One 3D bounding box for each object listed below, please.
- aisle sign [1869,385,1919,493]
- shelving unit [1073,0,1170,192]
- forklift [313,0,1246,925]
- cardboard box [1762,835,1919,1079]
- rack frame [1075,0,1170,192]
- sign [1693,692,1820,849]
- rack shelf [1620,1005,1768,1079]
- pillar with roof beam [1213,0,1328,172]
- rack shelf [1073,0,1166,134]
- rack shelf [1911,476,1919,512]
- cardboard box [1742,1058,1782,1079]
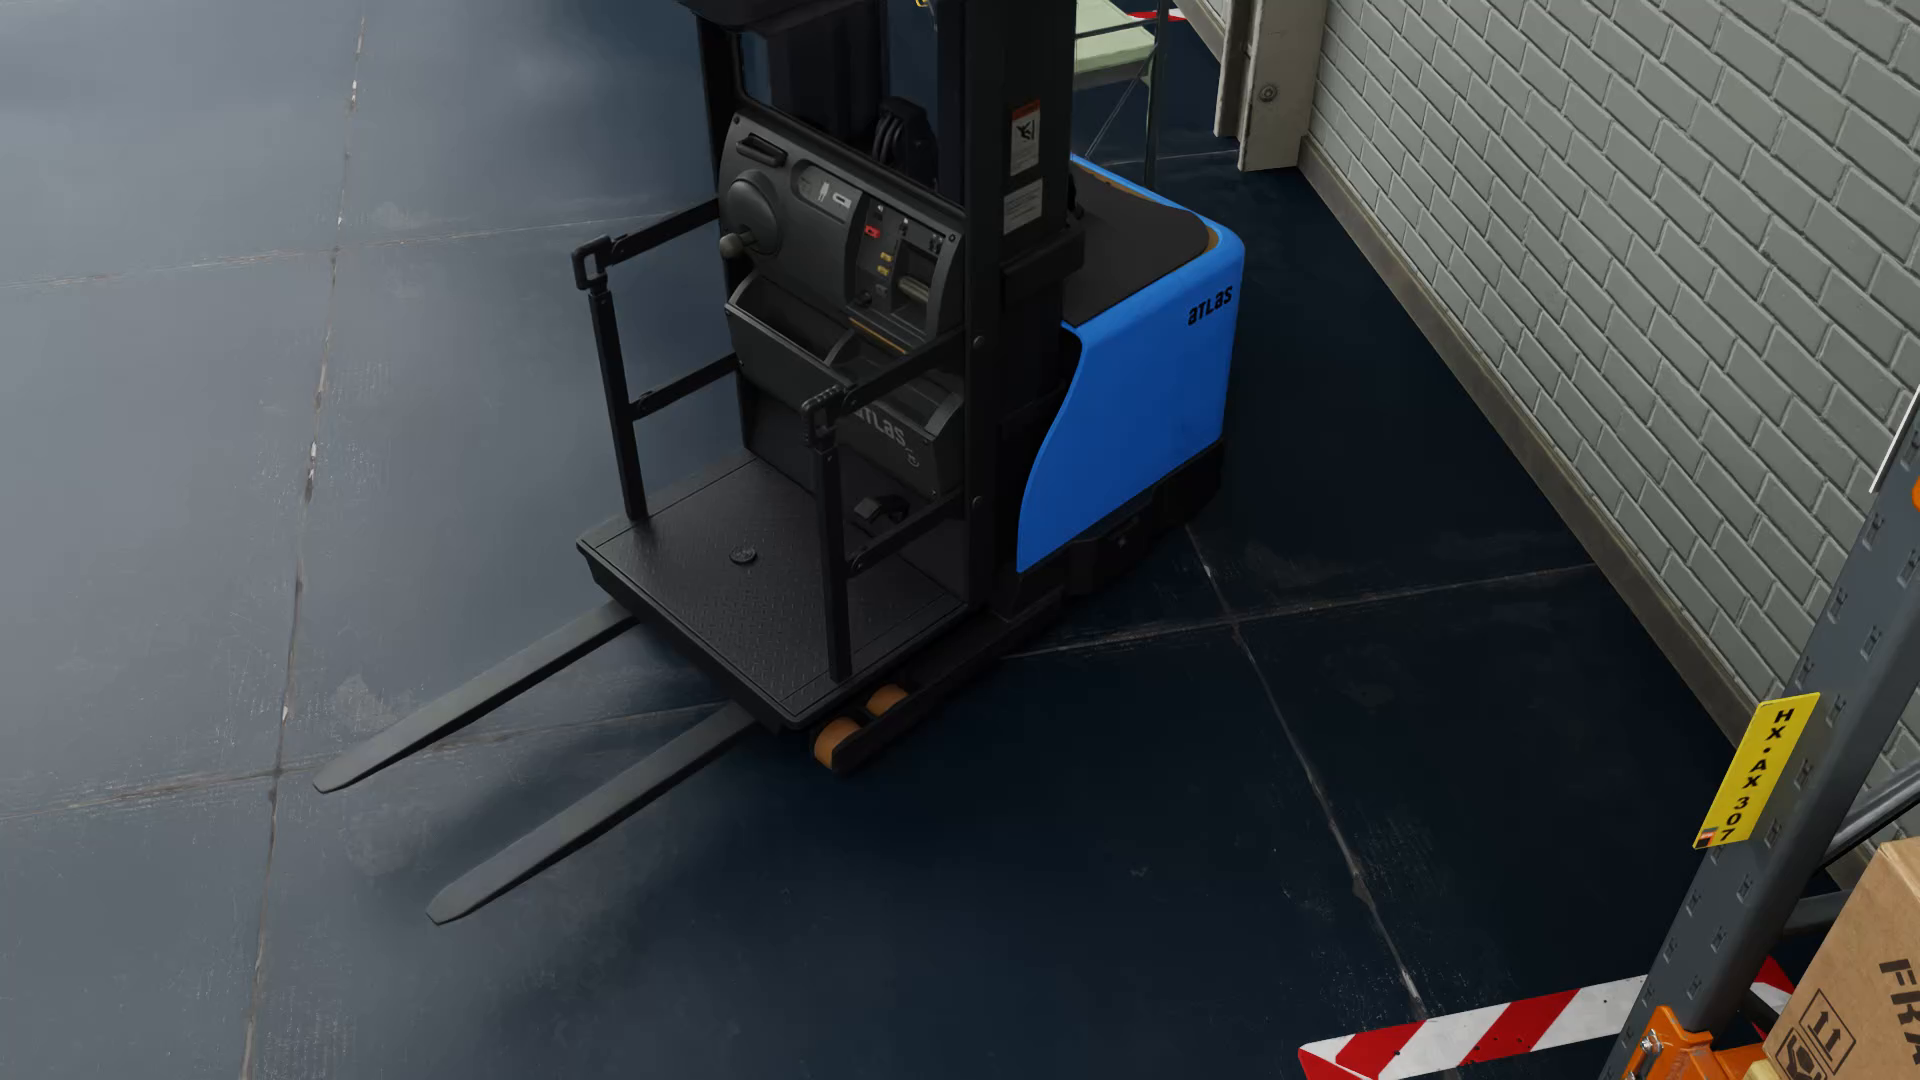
[{"bbox_3d":[1.394,-0.386,1.967,0.394,0.787,0.004,-8,42,-9],"label":"aisle sign"},{"bbox_3d":[0.366,-1.454,6.258,0.431,1.500,0.755,-17,44,-18],"label":"shelving unit"},{"bbox_3d":[-0.495,-0.793,4.436,3.031,2.935,1.130,-33,51,-31],"label":"forklift"},{"bbox_3d":[1.512,0.711,2.223,0.500,0.500,0.500,-8,42,-9],"label":"cardboard box"},{"bbox_3d":[0.521,-1.234,6.010,0.400,1.500,0.023,-17,44,-18],"label":"rack frame"},{"bbox_3d":[1.173,0.344,2.450,0.100,0.325,0.005,-8,42,-9],"label":"sign"},{"bbox_3d":[2.134,2.156,1.604,1.077,0.370,4.000,-8,42,-9],"label":"rack shelf"},{"bbox_3d":[-2.800,-4.596,4.149,9.100,9.000,0.400,-8,42,-9],"label":"pillar with roof beam"},{"bbox_3d":[0.366,-1.746,5.999,0.431,0.370,0.720,-17,44,-18],"label":"rack shelf"},{"bbox_3d":[2.134,1.034,0.608,1.077,0.370,4.000,-8,42,-9],"label":"rack shelf"},{"bbox_3d":[1.498,1.001,2.461,0.500,0.250,0.500,-9,42,-11],"label":"cardboard box"}]
